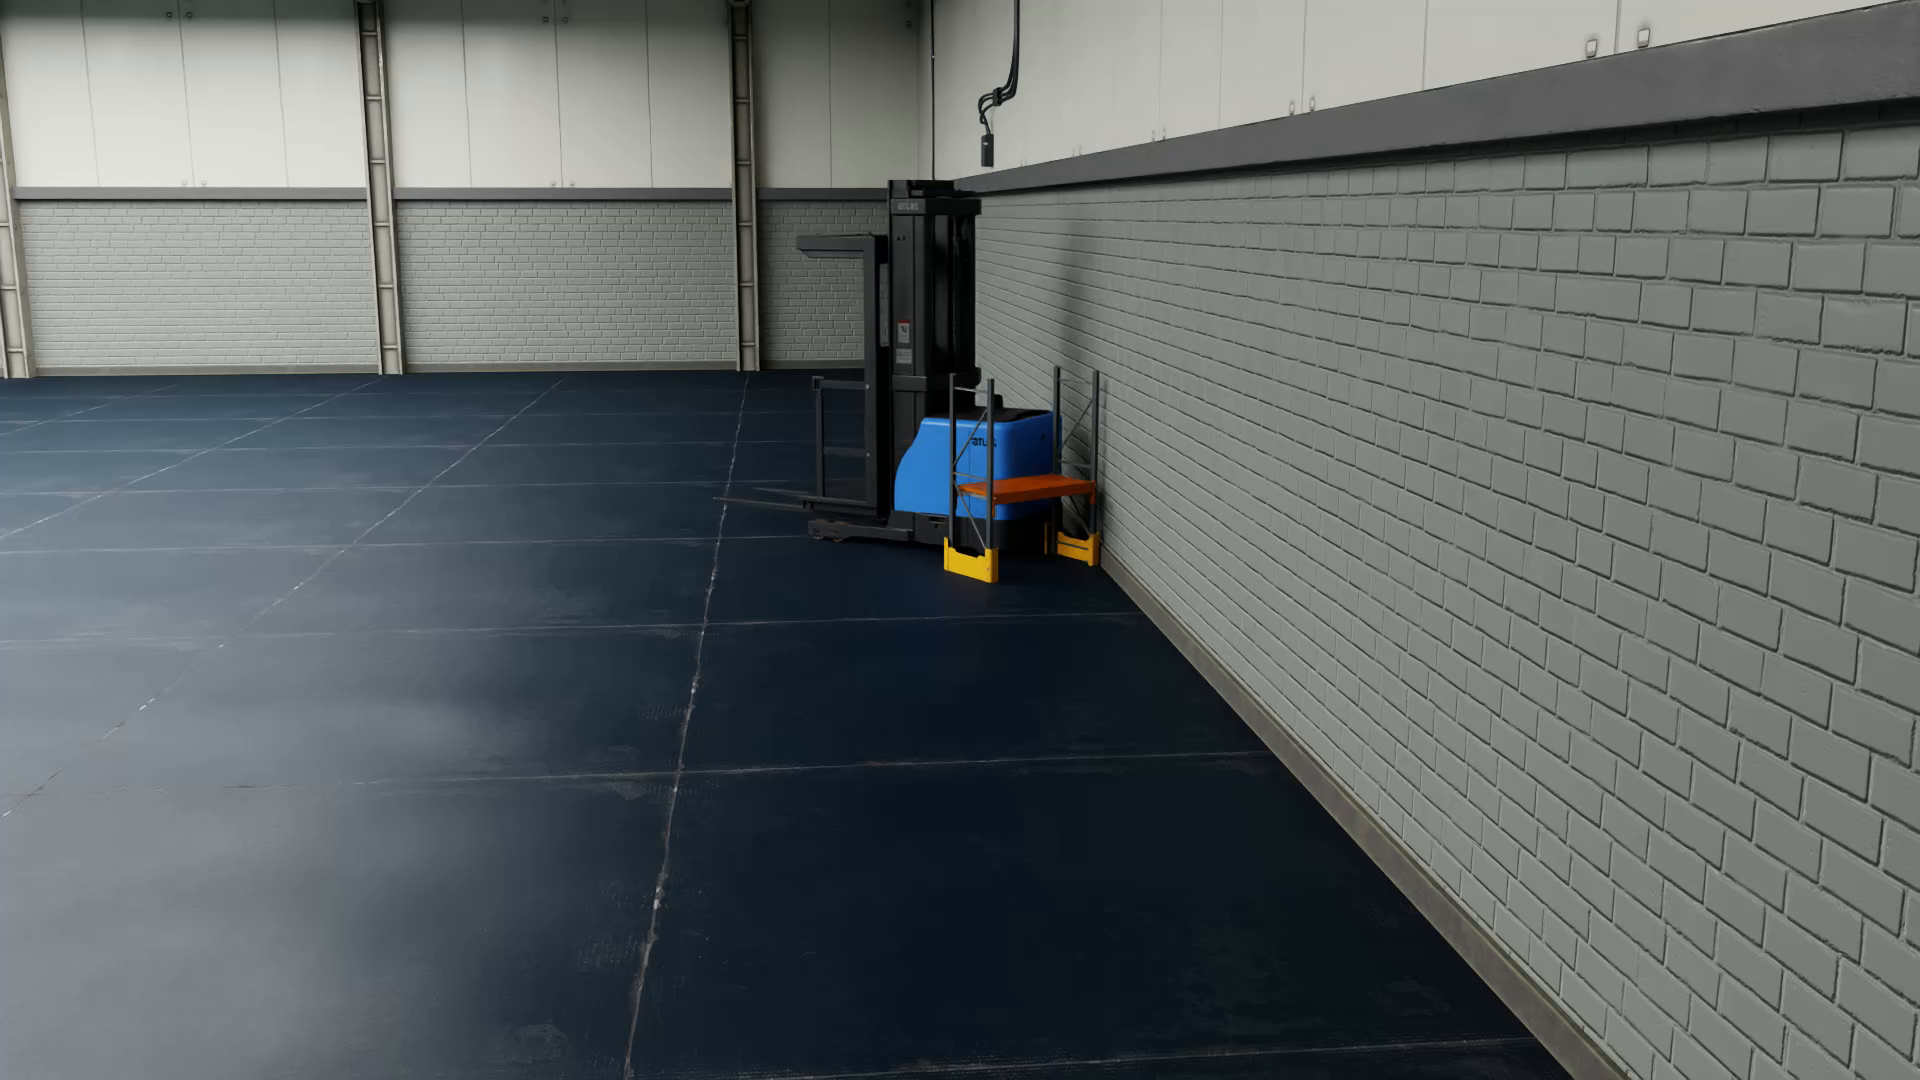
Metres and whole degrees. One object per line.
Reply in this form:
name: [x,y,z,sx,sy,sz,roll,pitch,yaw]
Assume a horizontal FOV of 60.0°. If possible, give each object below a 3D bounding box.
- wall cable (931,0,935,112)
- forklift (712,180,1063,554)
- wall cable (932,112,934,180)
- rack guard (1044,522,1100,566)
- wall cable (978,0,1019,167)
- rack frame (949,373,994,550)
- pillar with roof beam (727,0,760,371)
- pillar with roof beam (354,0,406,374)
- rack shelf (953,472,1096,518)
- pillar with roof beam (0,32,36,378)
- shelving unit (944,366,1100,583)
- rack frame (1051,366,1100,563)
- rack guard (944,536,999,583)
wall cable: [-0.313,-7.615,24.231,0.112,2.526,3.097,-1,11,-6]
forklift: [-0.687,-1.505,13.923,3.031,2.935,1.130,6,13,28]
wall cable: [-0.605,-5.656,27.357,0.112,2.526,3.097,-1,11,-6]
rack guard: [0.876,0.027,13.070,0.087,0.250,0.587,-8,14,-36]
wall cable: [0.405,-7.027,17.467,0.169,6.003,2.305,-1,11,-6]
rack frame: [0.083,-0.469,12.356,0.032,1.500,0.500,-8,14,-36]
pillar with roof beam: [-3.211,-6.546,23.836,0.548,9.000,9.100,-1,11,-6]
pillar with roof beam: [-9.176,-6.421,23.200,0.548,9.000,9.100,-1,11,-6]
rack shelf: [0.488,-0.352,12.692,1.000,0.185,0.538,-8,14,-36]
pillar with roof beam: [-15.141,-6.296,22.564,0.400,9.000,9.100,-1,11,-6]
shelving unit: [0.481,-0.527,12.651,1.083,1.500,0.587,-8,14,-36]
rack frame: [0.894,-0.587,12.958,0.032,1.500,0.500,-8,14,-36]
rack guard: [0.082,0.143,12.480,0.087,0.250,0.587,-8,14,-36]
